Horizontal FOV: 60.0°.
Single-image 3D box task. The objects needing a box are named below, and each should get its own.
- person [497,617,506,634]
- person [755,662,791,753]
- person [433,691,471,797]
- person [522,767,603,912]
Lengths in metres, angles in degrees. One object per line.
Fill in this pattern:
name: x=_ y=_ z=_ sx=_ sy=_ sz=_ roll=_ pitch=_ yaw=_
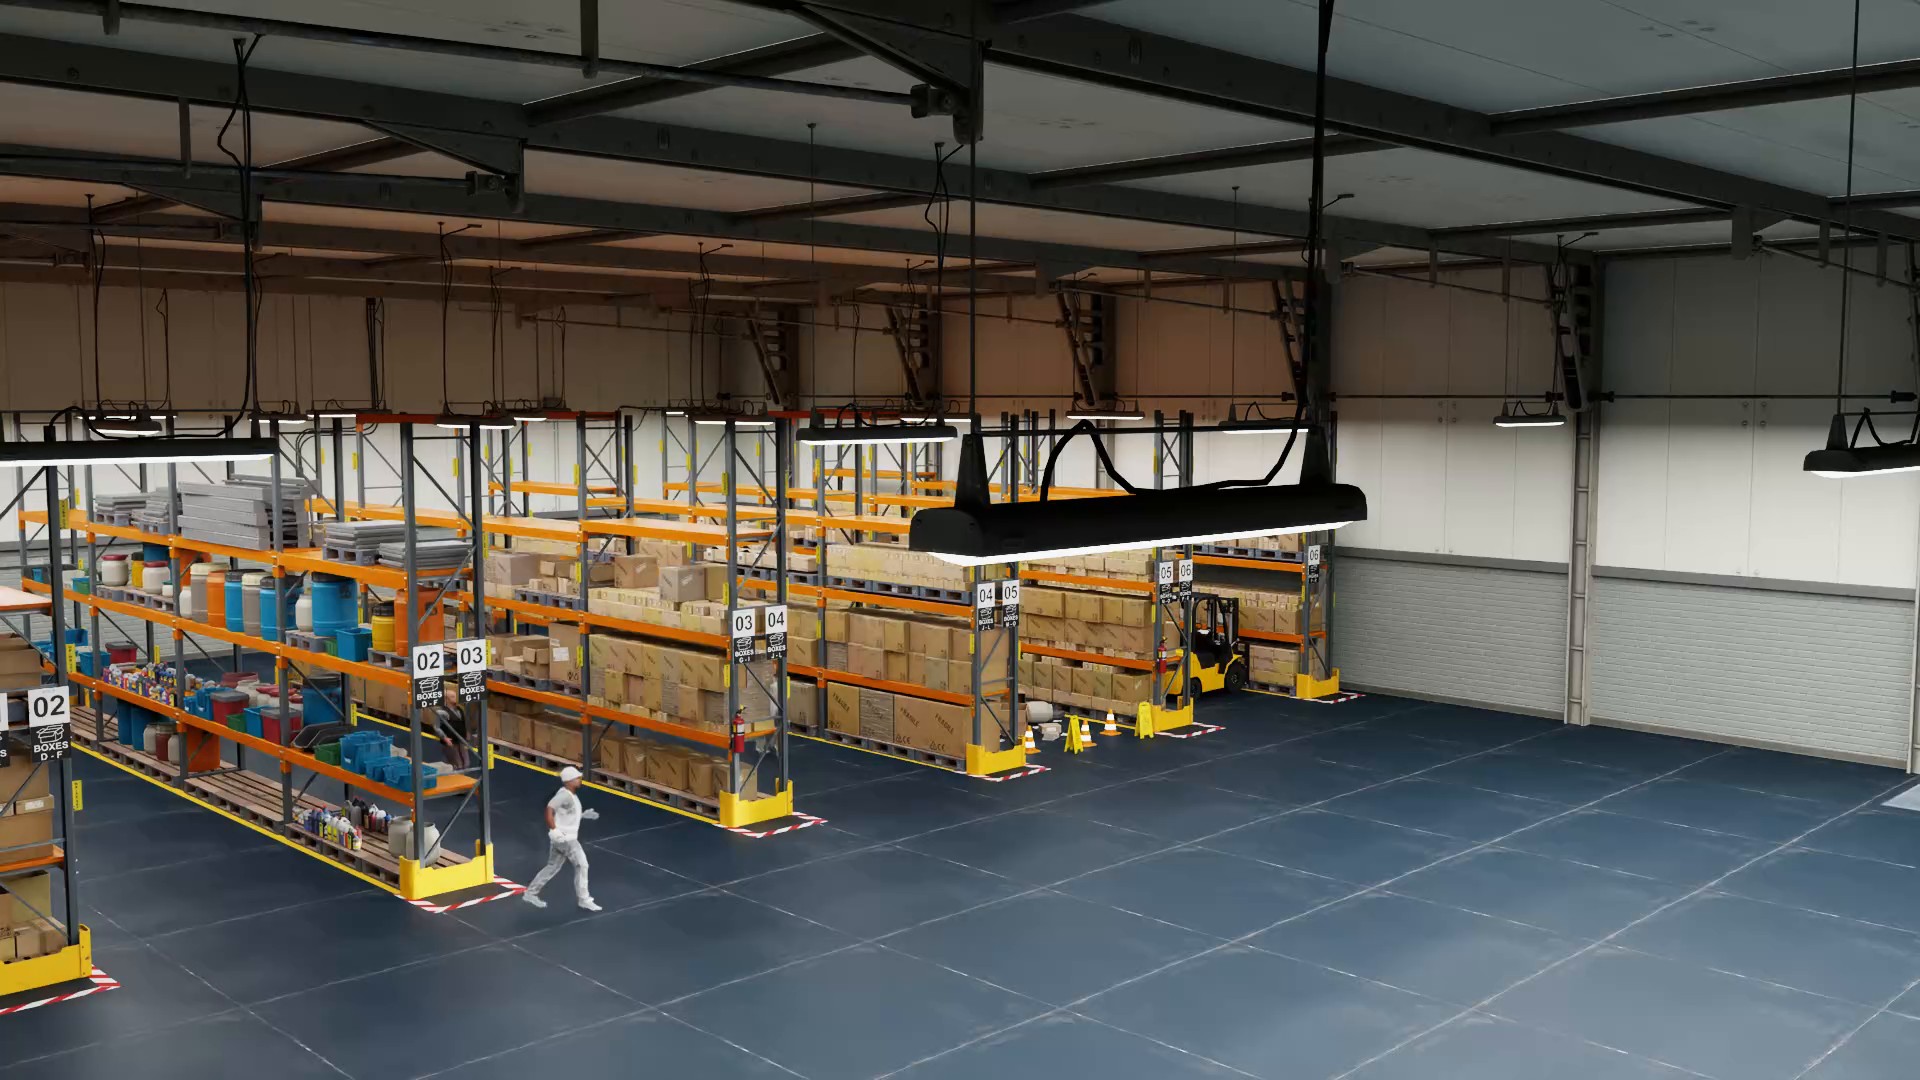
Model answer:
person: x=-11.205 y=2.001 z=40.615 sx=0.500 sy=1.612 sz=0.635 roll=-5 pitch=7 yaw=-44
person: x=-3.276 y=2.969 z=29.114 sx=0.722 sy=1.700 sz=0.529 roll=3 pitch=6 yaw=33
person: x=-8.060 y=3.216 z=26.336 sx=0.625 sy=1.683 sz=0.664 roll=2 pitch=5 yaw=24
person: x=-4.883 y=3.678 z=20.359 sx=0.946 sy=1.808 sz=0.619 roll=-2 pitch=5 yaw=-20
